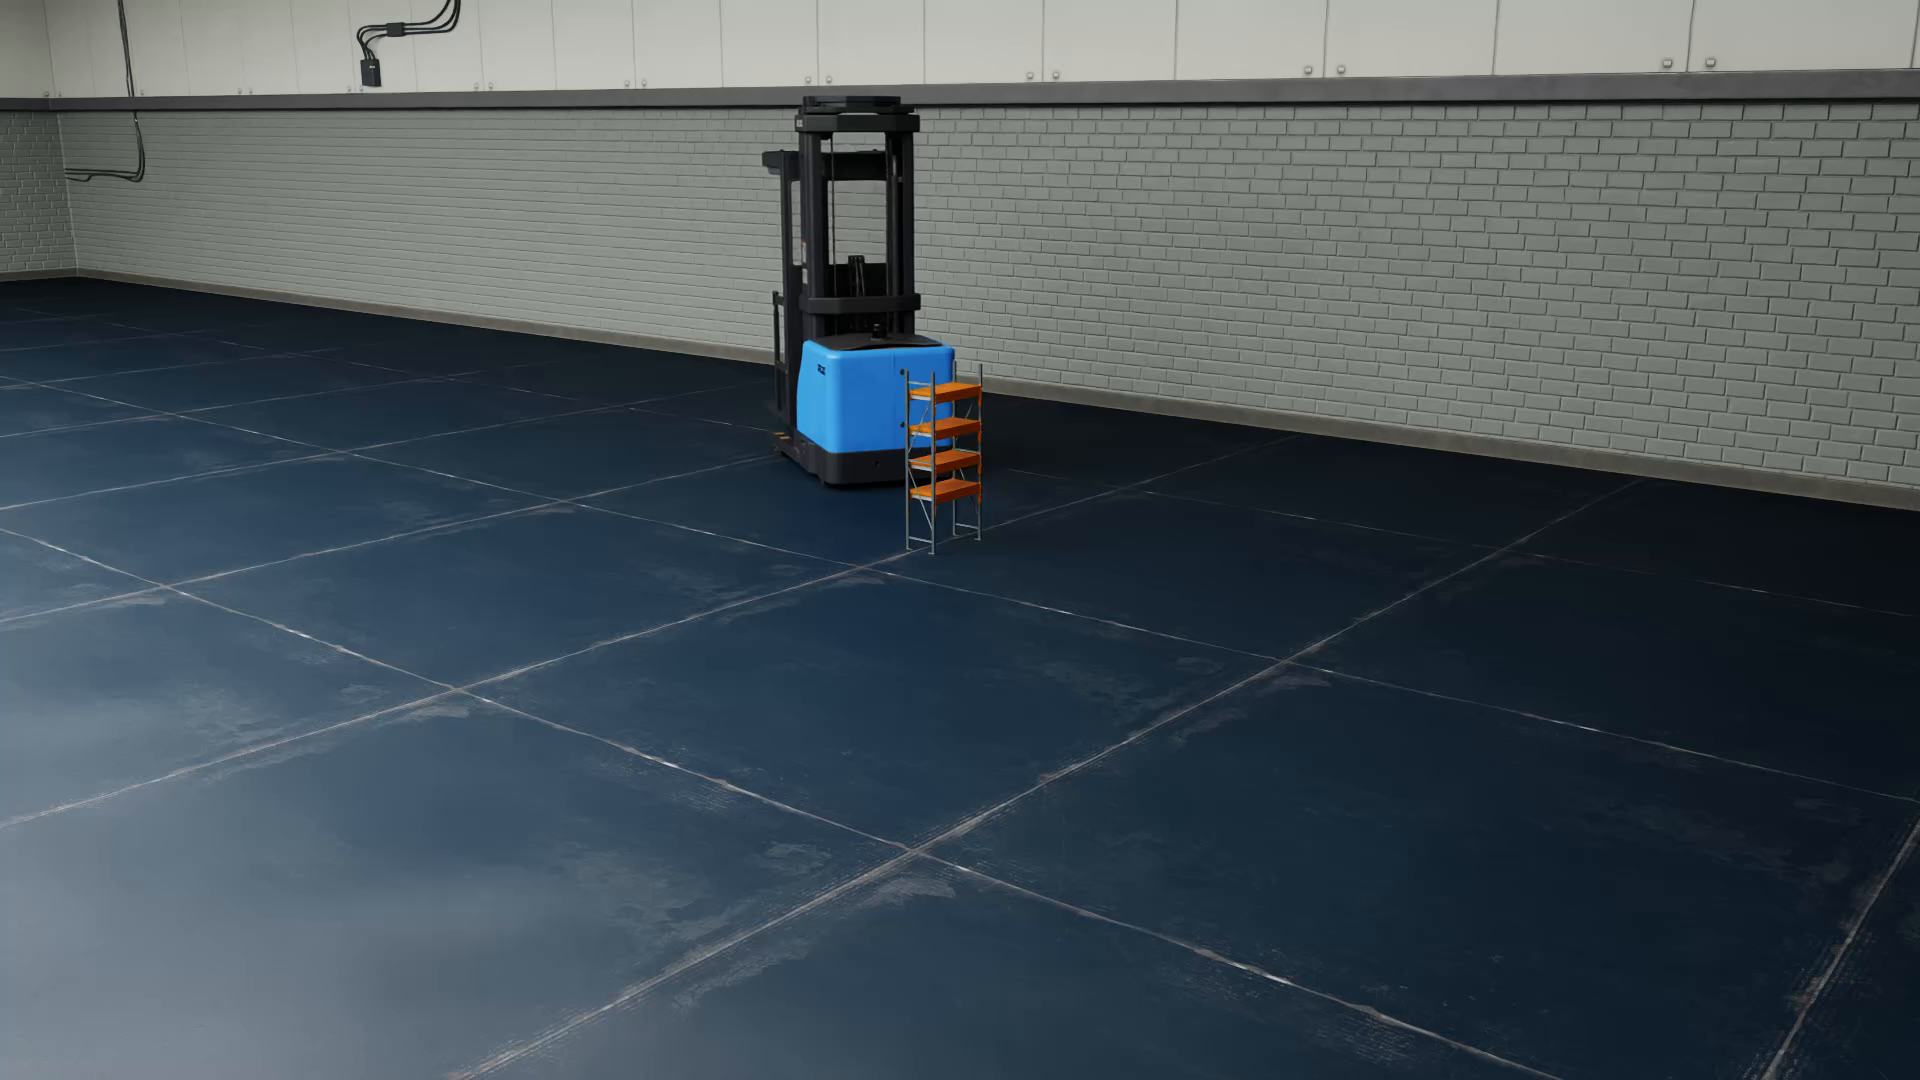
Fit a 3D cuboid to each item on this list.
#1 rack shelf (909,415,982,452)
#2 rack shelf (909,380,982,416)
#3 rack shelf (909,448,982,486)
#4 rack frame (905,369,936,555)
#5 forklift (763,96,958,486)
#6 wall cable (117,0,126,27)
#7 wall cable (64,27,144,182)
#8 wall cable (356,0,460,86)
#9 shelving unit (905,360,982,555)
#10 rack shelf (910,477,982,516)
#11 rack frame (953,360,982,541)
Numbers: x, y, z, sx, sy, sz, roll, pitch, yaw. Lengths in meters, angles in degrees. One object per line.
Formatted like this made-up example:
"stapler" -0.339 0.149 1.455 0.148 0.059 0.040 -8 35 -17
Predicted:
"rack shelf" -0.104 -0.701 10.939 0.258 0.148 0.480 11 18 38
"rack shelf" -0.104 -0.931 10.880 0.258 0.148 0.480 11 18 38
"rack shelf" -0.104 -0.485 10.994 0.258 0.148 0.480 11 18 38
"rack frame" -0.257 -0.503 10.793 0.240 1.200 0.015 11 18 38
"forklift" -0.980 -2.155 13.779 1.130 2.935 3.031 -5 15 -19
"wall cable" -12.675 -9.410 26.063 3.097 2.526 0.112 11 18 38
"wall cable" -14.779 -7.381 28.333 3.097 2.526 0.112 11 18 38
"wall cable" -7.405 -9.062 21.737 2.305 6.003 0.169 11 18 38
"shelving unit" -0.104 -0.550 10.977 0.258 1.200 0.503 11 18 38
"rack shelf" -0.104 -0.292 11.043 0.258 0.148 0.480 11 18 38
"rack frame" 0.049 -0.597 11.161 0.240 1.200 0.015 11 18 38
